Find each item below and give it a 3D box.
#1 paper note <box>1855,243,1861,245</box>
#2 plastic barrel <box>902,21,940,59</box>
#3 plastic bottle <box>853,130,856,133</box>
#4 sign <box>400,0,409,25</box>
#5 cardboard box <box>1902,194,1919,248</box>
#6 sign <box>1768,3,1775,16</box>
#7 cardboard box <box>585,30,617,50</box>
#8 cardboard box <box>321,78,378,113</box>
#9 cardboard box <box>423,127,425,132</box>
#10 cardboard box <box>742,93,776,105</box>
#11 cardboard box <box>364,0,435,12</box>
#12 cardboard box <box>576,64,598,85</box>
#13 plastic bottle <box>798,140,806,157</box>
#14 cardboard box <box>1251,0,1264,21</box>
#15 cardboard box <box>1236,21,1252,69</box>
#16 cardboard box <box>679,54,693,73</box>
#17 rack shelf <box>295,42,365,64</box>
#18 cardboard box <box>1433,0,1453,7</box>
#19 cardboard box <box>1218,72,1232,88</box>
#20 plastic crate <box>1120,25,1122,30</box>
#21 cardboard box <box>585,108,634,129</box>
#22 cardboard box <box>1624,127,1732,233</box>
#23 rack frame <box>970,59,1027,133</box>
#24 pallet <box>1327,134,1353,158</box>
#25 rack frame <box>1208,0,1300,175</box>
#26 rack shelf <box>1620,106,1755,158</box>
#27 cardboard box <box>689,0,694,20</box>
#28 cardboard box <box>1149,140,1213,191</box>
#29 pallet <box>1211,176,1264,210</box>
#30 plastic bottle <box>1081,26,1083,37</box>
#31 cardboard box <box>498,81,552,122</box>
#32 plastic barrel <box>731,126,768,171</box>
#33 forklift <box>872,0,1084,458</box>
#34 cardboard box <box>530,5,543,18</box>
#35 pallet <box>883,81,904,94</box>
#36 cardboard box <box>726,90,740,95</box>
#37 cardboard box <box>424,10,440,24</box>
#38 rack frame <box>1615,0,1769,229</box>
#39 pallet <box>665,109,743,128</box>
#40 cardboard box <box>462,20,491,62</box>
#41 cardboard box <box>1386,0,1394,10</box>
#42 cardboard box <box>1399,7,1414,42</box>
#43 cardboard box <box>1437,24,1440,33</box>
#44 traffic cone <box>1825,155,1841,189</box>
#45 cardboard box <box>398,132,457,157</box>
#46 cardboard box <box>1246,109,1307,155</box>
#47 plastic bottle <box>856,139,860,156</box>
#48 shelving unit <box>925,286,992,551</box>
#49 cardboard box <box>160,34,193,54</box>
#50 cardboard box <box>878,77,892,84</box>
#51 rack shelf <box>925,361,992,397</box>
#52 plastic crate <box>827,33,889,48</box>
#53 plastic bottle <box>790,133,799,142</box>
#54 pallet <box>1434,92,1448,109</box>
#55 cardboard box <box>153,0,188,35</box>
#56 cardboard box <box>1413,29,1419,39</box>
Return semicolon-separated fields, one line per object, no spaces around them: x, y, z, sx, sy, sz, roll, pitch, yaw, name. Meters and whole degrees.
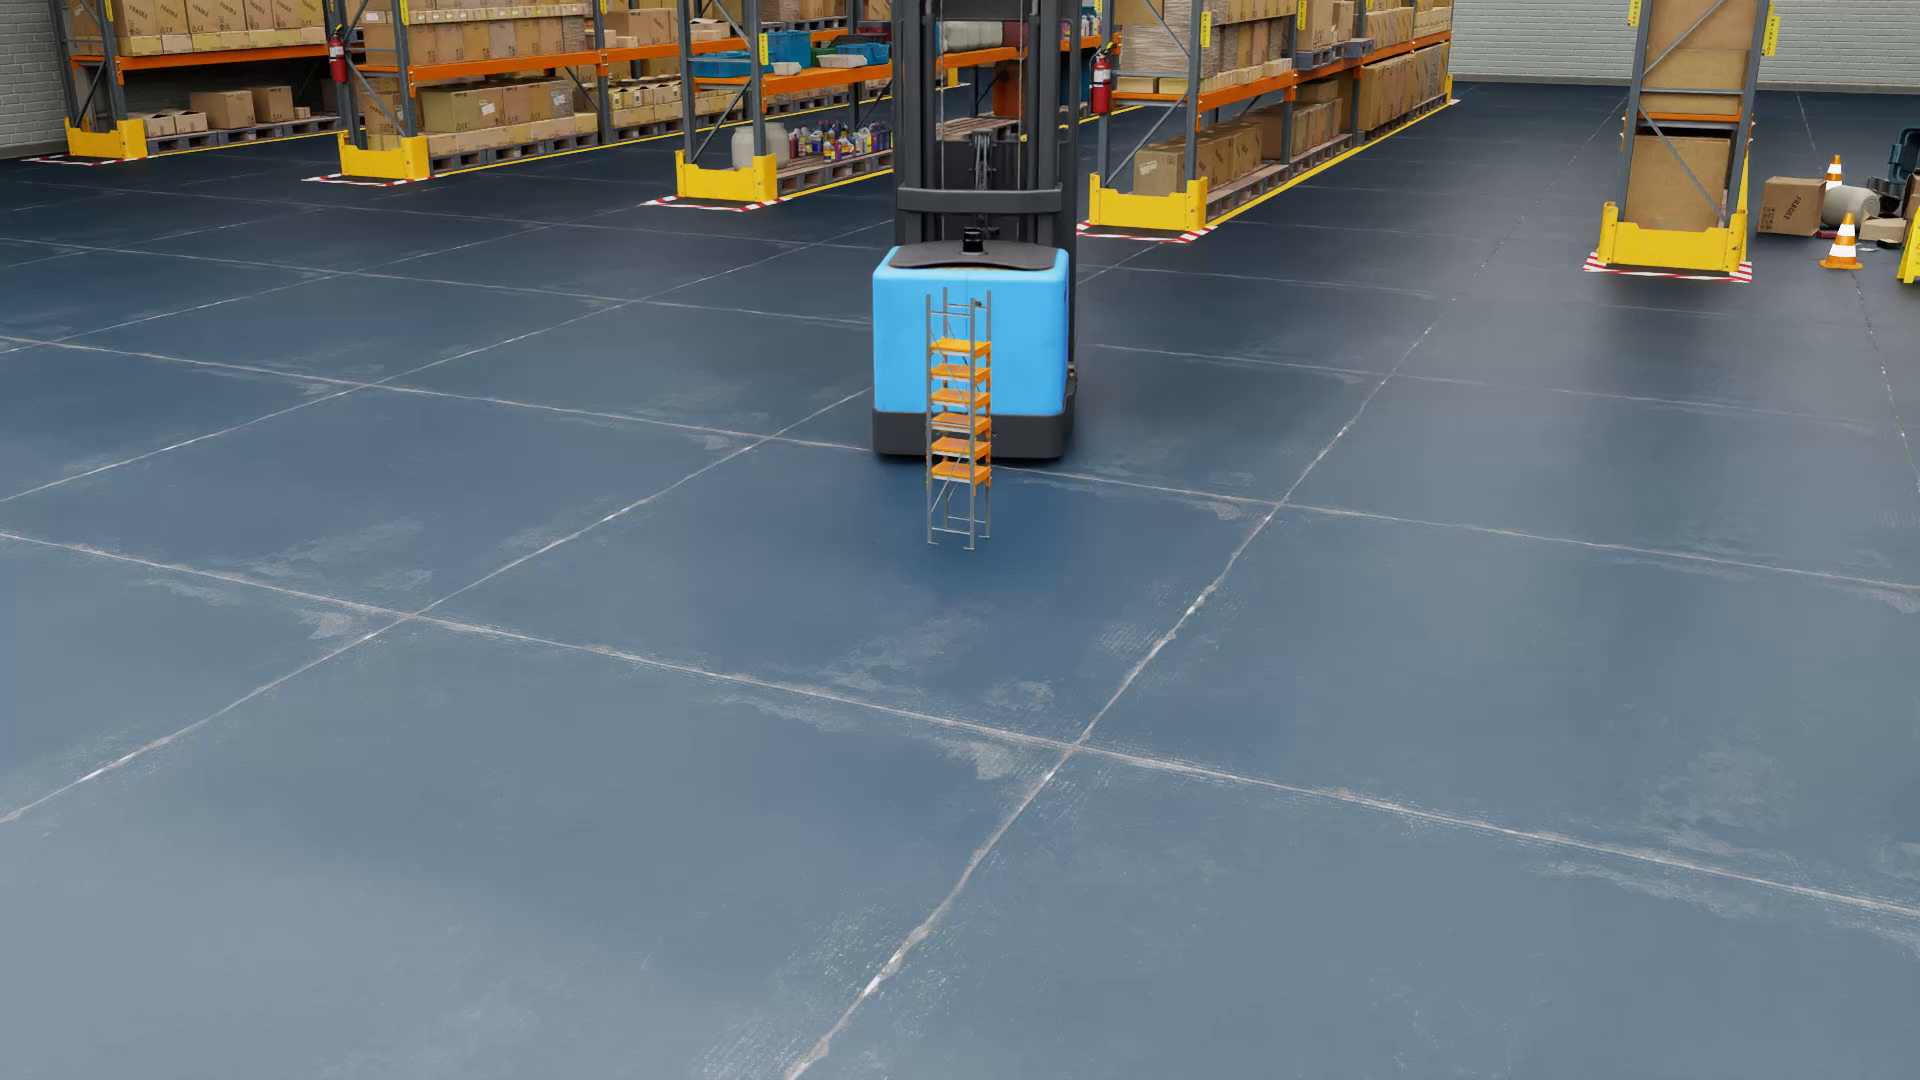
8.595;-2.831;15.915;0.123;0.001;0.032;-14;24;-33;paper note
-0.567;-6.826;21.938;0.600;0.901;0.708;9;21;23;plastic barrel
-1.317;-5.053;21.098;0.061;0.283;0.133;9;21;23;plastic bottle
-6.653;-6.338;19.905;0.100;0.325;0.005;9;21;23;sign
9.330;-2.959;15.539;0.797;0.503;0.637;-5;20;-15;cardboard box
8.508;-5.492;17.524;0.100;0.325;0.005;9;21;23;sign
-5.357;-7.280;24.186;0.500;0.250;0.500;10;22;26;cardboard box
-9.754;-7.129;26.613;0.700;0.500;0.500;9;22;25;cardboard box
-7.013;-5.233;21.682;0.500;0.250;0.500;9;21;23;cardboard box
-3.434;-7.546;27.785;0.500;0.500;0.500;10;22;25;cardboard box
-6.932;-6.787;20.490;0.700;0.500;0.500;9;21;23;cardboard box
-7.273;-9.015;31.421;0.750;0.750;0.750;9;22;24;cardboard box
-1.981;-4.905;20.805;0.097;0.201;0.097;0;20;0;plastic bottle
2.967;-5.859;17.880;0.500;0.500;0.500;9;21;23;cardboard box
2.684;-5.430;18.167;0.875;0.500;0.500;9;21;23;cardboard box
-5.943;-9.863;34.328;0.700;0.500;0.500;9;22;24;cardboard box
-9.221;-8.145;27.469;1.077;0.370;4.000;9;21;23;rack shelf
8.471;-9.740;29.540;0.500;0.500;0.500;9;21;23;cardboard box
2.642;-4.850;17.504;0.380;0.149;0.250;9;21;23;cardboard box
2.869;-9.256;29.333;0.402;0.464;0.583;9;21;23;plastic crate
-5.128;-6.186;24.362;0.500;0.250;0.500;8;21;21;cardboard box
6.580;-3.313;15.351;0.875;0.875;0.875;9;21;23;cardboard box
0.636;-7.736;25.245;1.000;3.000;0.127;9;21;23;rack frame
4.834;-5.504;23.130;1.003;0.211;1.213;9;21;23;pallet
3.517;-5.834;19.896;1.000;3.000;0.127;9;21;23;rack frame
7.182;-4.172;16.297;1.077;0.370;4.000;9;21;23;rack shelf
-5.934;-11.069;34.170;0.980;0.700;0.700;7;21;20;cardboard box
2.364;-4.007;17.863;0.500;0.500;0.500;15;25;37;cardboard box
2.776;-3.935;18.720;1.003;0.211;1.213;9;21;23;pallet
1.974;-8.354;27.280;0.097;0.201;0.097;0;20;0;plastic bottle
-5.926;-5.973;22.646;0.500;0.500;0.500;9;21;23;cardboard box
-2.440;-4.528;19.310;0.421;0.512;0.421;0;20;0;plastic barrel
0.174;-2.272;9.982;1.130;2.935;3.031;2;20;5;forklift
-5.853;-7.123;22.405;0.380;0.149;0.250;8;21;22;cardboard box
-1.463;-8.910;32.707;1.003;0.211;1.213;9;21;23;pallet
-3.871;-7.389;26.910;0.500;0.311;0.500;9;22;24;cardboard box
-6.694;-6.496;20.639;0.380;0.149;0.250;8;21;21;cardboard box
6.363;-3.899;14.457;1.000;3.000;0.127;9;21;23;rack frame
-4.254;-6.857;26.934;1.003;0.211;1.213;9;21;23;pallet
-6.535;-6.472;21.540;0.700;0.500;0.500;9;21;23;cardboard box
6.247;-8.394;25.450;0.797;0.503;0.637;9;21;23;cardboard box
6.851;-8.146;26.248;0.500;0.500;0.500;9;21;23;cardboard box
8.063;-8.838;28.718;0.380;0.149;0.250;9;21;23;cardboard box
9.928;-4.130;18.890;0.336;0.463;0.334;9;21;23;traffic cone
-6.734;-5.007;21.048;0.500;0.250;0.500;9;21;23;cardboard box
4.001;-5.191;21.163;0.700;0.500;0.500;8;21;22;cardboard box
-1.307;-4.919;20.844;0.097;0.201;0.097;0;20;0;plastic bottle
-0.006;-0.561;7.755;0.258;1.200;0.189;9;21;23;shelving unit
-10.989;-6.855;22.961;0.500;0.250;0.500;8;21;21;cardboard box
-1.529;-8.876;32.023;0.380;0.166;0.250;9;21;23;cardboard box
-0.006;-0.745;7.690;0.258;0.103;0.180;9;21;23;rack shelf
-1.332;-6.341;21.416;0.767;0.338;0.504;9;21;23;plastic crate
-2.102;-4.952;20.824;0.152;0.276;0.135;8;21;21;plastic bottle
8.175;-7.933;29.960;1.003;0.211;1.213;9;21;23;pallet
-10.997;-7.196;22.802;0.500;0.500;0.500;9;21;23;cardboard box
7.218;-8.206;26.940;0.380;0.149;0.250;9;21;23;cardboard box
